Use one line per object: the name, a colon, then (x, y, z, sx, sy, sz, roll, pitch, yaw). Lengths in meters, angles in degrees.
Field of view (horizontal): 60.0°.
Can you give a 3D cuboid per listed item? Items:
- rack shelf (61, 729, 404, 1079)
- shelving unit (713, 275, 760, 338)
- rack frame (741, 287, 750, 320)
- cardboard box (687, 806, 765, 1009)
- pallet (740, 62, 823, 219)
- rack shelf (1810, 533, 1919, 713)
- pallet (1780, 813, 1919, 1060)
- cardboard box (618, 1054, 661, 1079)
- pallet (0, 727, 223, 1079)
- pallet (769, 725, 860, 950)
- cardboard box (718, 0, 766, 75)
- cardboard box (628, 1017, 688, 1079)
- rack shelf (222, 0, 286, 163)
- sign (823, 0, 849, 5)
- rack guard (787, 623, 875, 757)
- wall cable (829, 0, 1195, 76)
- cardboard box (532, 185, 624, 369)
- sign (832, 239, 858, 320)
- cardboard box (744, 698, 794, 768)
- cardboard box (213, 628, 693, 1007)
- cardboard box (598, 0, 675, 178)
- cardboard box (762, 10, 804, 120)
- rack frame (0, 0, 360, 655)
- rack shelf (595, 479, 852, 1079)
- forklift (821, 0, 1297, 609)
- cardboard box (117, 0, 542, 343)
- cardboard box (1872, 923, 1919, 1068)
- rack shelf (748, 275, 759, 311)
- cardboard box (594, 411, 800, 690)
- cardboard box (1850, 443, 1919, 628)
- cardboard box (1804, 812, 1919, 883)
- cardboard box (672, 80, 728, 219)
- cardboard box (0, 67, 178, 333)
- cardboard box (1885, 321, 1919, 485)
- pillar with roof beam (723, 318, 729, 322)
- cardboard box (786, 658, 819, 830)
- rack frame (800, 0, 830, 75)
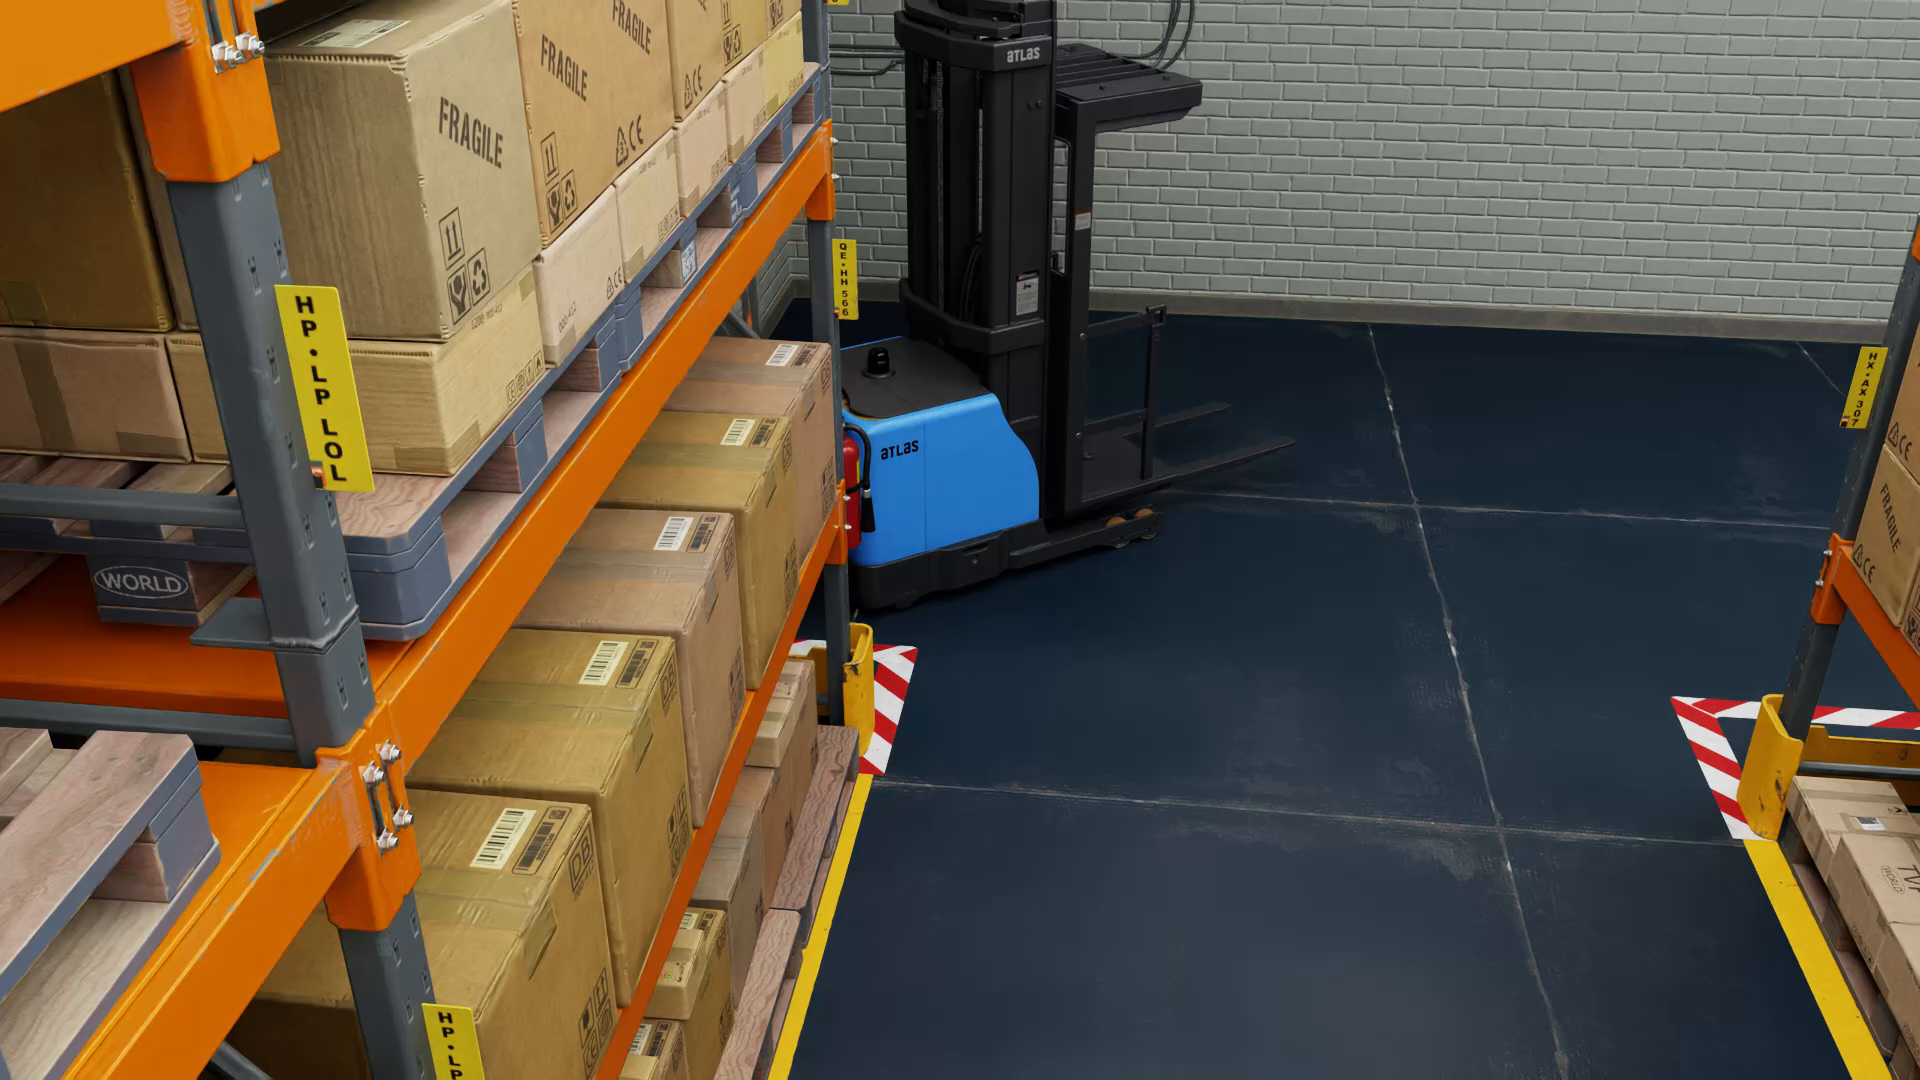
rack shelf: (-1.724, 1.378, 1.125, 1.077, 0.370, 4.000, 3, 28, 6)
shelving unit: (-1.237, -0.841, 8.585, 0.431, 2.100, 0.503, -8, 29, -11)
rack frame: (-1.292, -0.954, 8.794, 0.400, 2.100, 0.015, -8, 29, -11)
cardboard box: (-1.098, 1.281, 5.903, 0.700, 0.500, 0.500, 2, 28, 5)
pallet: (-1.069, -1.374, 5.569, 1.003, 0.211, 1.213, 3, 28, 6)
rack shelf: (3.683, 1.102, 4.800, 1.077, 0.370, 4.000, 3, 28, 6)
pallet: (3.822, 1.483, 6.276, 1.003, 0.211, 1.213, 3, 28, 6)
cardboard box: (-1.062, 1.574, 4.675, 0.380, 0.149, 0.250, 4, 29, 8)
pallet: (-1.542, 0.639, 1.941, 0.805, 0.209, 1.217, 2, 28, 4)
pallet: (-1.009, 1.166, 6.863, 1.003, 0.211, 1.213, 3, 28, 6)
cardboard box: (-0.880, -1.661, 4.826, 0.500, 0.500, 0.500, 4, 29, 8)
cardboard box: (-1.221, 1.774, 4.988, 0.700, 0.500, 0.500, 3, 28, 6)
rack shelf: (-1.234, -1.649, 4.004, 1.077, 0.370, 4.000, 3, 28, 6)
sign: (-0.452, -2.080, 5.935, 0.100, 0.325, 0.005, 3, 28, 6)
rack guard: (-0.986, 0.647, 7.522, 1.175, 0.500, 0.348, 3, 28, 6)
wall cable: (0.059, -4.358, 11.125, 3.097, 2.526, 0.112, 3, 28, 6)
cardboard box: (-1.056, -0.592, 3.633, 0.500, 0.250, 0.500, 3, 28, 5)
sign: (-0.452, -1.018, 6.507, 0.100, 0.325, 0.005, 3, 28, 6)
cardboard box: (-0.841, 0.714, 6.270, 0.380, 0.149, 0.250, 4, 29, 8)
cardboard box: (-1.301, 0.711, 4.452, 0.980, 0.700, 0.700, 3, 28, 5)
cardboard box: (-1.001, -1.167, 3.911, 0.500, 0.500, 0.500, 4, 29, 7)
cardboard box: (-0.815, -1.566, 5.441, 0.500, 0.250, 0.500, 4, 29, 8)
rack frame: (-1.479, -1.201, 1.991, 1.000, 3.000, 0.127, 3, 28, 6)
rack shelf: (-1.234, 0.816, 5.332, 1.077, 0.370, 4.000, 3, 28, 6)
forklift: (0.537, -1.446, 8.843, 3.031, 2.935, 1.130, -16, 32, -27)
cardboard box: (-1.113, -0.692, 3.029, 0.500, 0.500, 0.500, 3, 28, 6)
cardboard box: (3.457, 1.571, 5.607, 0.500, 0.250, 0.500, 3, 28, 6)
rack shelf: (-1.255, -1.443, 8.256, 0.431, 0.518, 0.480, -8, 29, -11)
cardboard box: (-1.119, 0.009, 5.754, 0.980, 0.700, 0.700, 3, 28, 6)
cardboard box: (3.612, -0.007, 5.994, 0.500, 0.500, 0.500, 4, 29, 7)
cardboard box: (3.505, 1.192, 6.398, 0.380, 0.166, 0.250, 3, 28, 6)
cardboard box: (-0.937, -1.075, 4.531, 0.500, 0.250, 0.500, 3, 28, 5)
cardboard box: (-1.625, -0.715, 3.072, 0.500, 0.500, 0.500, 3, 28, 6)
cardboard box: (3.612, -0.447, 5.757, 0.500, 0.500, 0.500, 4, 29, 8)
pillar with roof beam: (2.756, -4.154, 7.474, 9.100, 9.000, 0.400, 3, 28, 6)
cardboard box: (-0.975, 0.809, 6.779, 0.700, 0.500, 0.500, 3, 28, 6)
rack frame: (-0.989, -3.083, 5.486, 1.000, 3.000, 0.127, 3, 28, 6)
